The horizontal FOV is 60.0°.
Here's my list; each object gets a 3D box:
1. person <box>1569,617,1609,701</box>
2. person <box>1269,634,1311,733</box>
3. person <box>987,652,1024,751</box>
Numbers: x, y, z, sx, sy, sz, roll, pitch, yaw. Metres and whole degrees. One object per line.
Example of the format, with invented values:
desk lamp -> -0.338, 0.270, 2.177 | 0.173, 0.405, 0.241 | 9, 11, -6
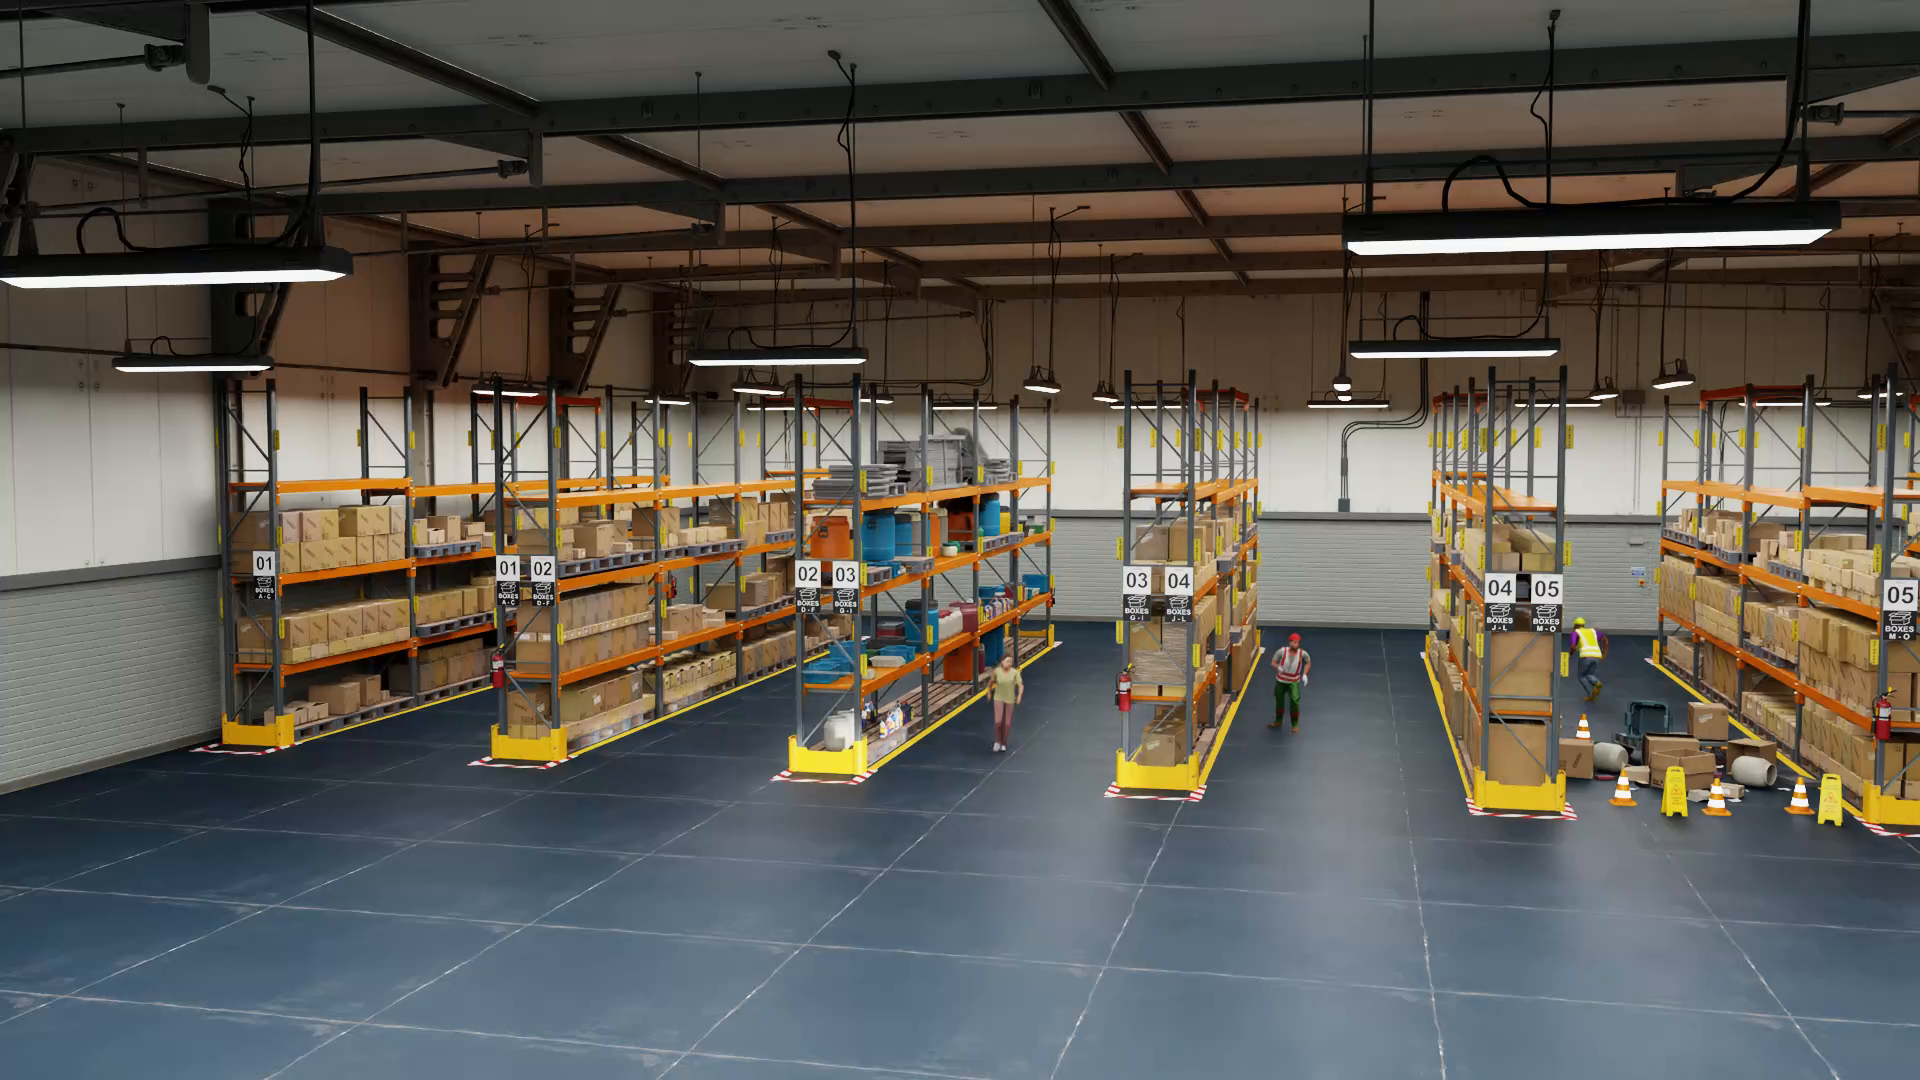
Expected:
person -> 12.138, 2.300, 32.067 | 0.735, 1.568, 0.890 | -1, 3, -10
person -> 5.642, 2.442, 28.621 | 0.707, 1.704, 0.834 | 1, 4, 20
person -> 0.734, 2.597, 26.499 | 0.552, 1.597, 0.744 | 0, 3, -4
